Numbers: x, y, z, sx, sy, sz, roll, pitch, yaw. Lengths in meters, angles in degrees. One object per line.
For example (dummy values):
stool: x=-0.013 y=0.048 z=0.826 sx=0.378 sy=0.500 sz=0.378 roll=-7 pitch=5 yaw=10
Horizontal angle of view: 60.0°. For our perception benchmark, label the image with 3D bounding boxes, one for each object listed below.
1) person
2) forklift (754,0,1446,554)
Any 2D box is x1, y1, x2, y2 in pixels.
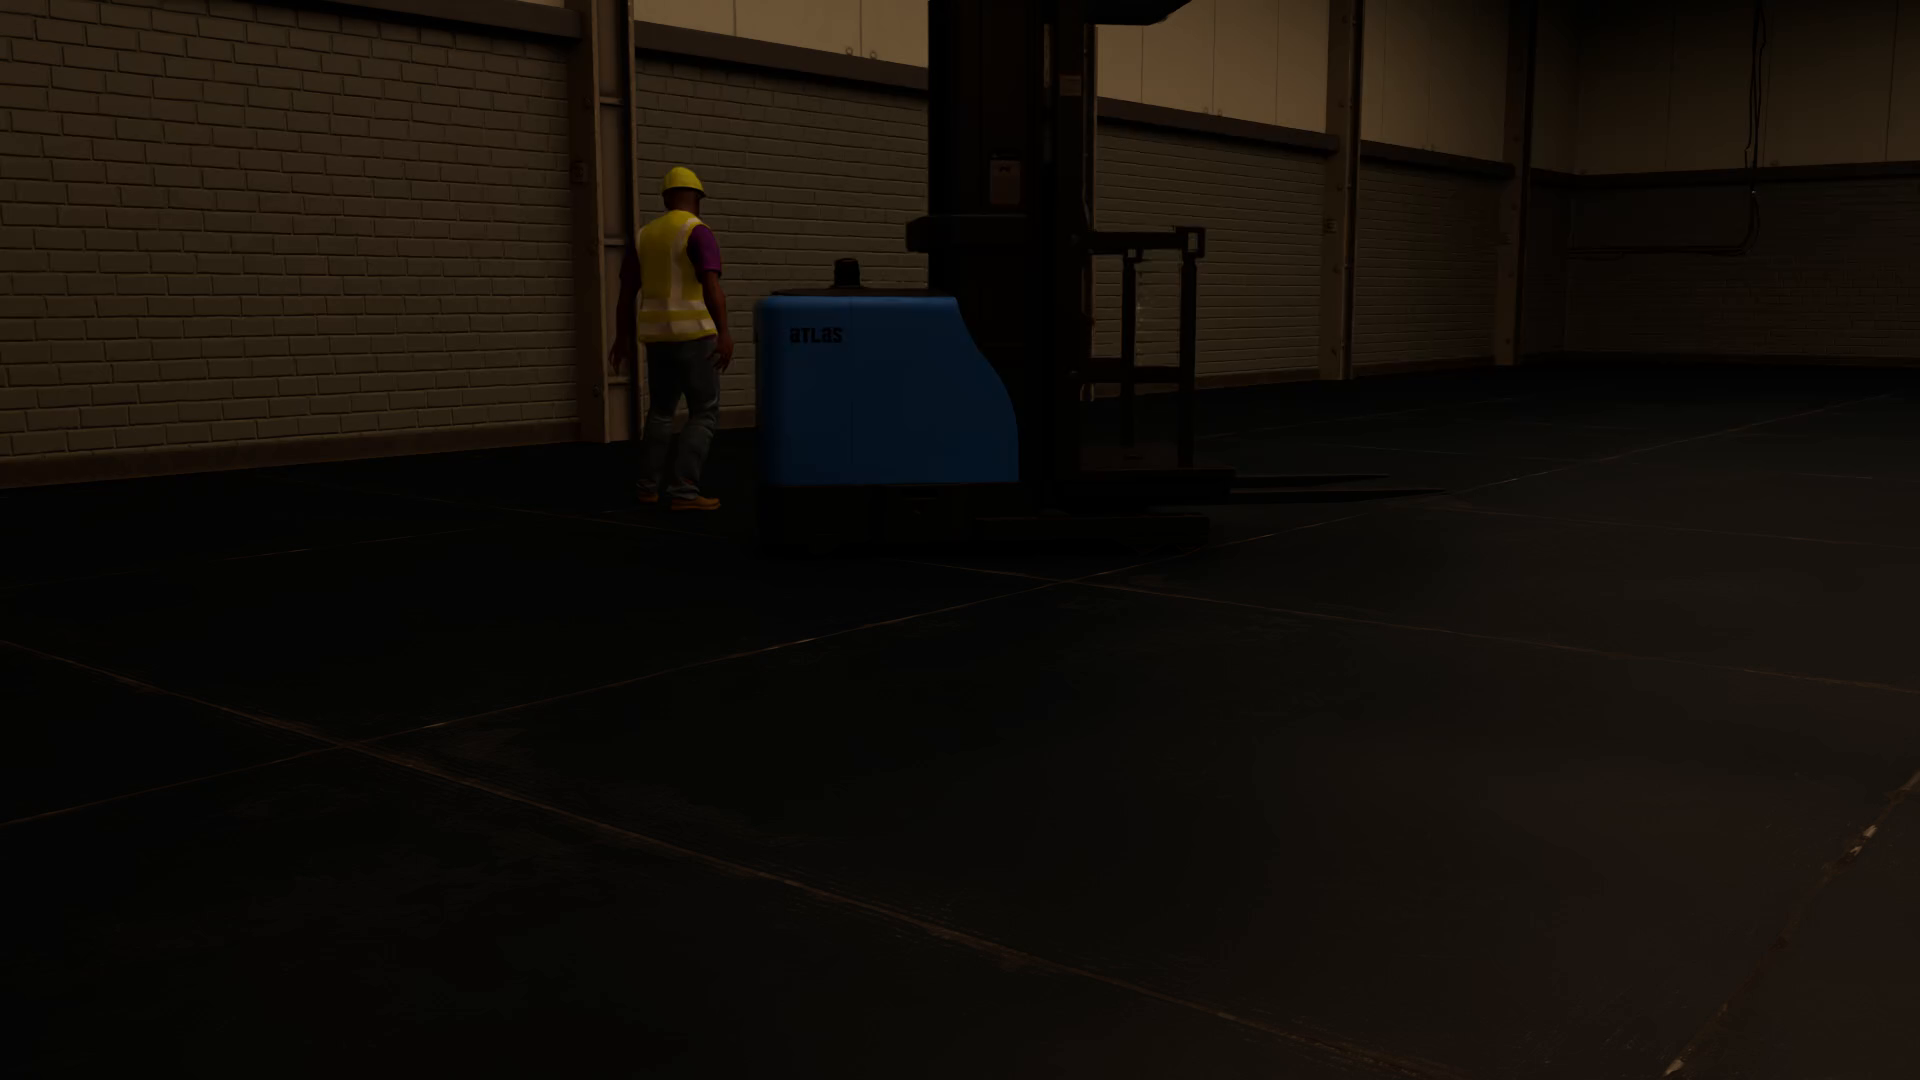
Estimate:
person: x=-1.420 y=-1.026 z=8.474 sx=0.878 sy=1.731 sz=0.466 roll=6 pitch=10 yaw=35
forklift: x=0.613 y=-1.467 z=7.305 sx=3.031 sy=2.935 sz=1.130 roll=-1 pitch=8 yaw=-9
